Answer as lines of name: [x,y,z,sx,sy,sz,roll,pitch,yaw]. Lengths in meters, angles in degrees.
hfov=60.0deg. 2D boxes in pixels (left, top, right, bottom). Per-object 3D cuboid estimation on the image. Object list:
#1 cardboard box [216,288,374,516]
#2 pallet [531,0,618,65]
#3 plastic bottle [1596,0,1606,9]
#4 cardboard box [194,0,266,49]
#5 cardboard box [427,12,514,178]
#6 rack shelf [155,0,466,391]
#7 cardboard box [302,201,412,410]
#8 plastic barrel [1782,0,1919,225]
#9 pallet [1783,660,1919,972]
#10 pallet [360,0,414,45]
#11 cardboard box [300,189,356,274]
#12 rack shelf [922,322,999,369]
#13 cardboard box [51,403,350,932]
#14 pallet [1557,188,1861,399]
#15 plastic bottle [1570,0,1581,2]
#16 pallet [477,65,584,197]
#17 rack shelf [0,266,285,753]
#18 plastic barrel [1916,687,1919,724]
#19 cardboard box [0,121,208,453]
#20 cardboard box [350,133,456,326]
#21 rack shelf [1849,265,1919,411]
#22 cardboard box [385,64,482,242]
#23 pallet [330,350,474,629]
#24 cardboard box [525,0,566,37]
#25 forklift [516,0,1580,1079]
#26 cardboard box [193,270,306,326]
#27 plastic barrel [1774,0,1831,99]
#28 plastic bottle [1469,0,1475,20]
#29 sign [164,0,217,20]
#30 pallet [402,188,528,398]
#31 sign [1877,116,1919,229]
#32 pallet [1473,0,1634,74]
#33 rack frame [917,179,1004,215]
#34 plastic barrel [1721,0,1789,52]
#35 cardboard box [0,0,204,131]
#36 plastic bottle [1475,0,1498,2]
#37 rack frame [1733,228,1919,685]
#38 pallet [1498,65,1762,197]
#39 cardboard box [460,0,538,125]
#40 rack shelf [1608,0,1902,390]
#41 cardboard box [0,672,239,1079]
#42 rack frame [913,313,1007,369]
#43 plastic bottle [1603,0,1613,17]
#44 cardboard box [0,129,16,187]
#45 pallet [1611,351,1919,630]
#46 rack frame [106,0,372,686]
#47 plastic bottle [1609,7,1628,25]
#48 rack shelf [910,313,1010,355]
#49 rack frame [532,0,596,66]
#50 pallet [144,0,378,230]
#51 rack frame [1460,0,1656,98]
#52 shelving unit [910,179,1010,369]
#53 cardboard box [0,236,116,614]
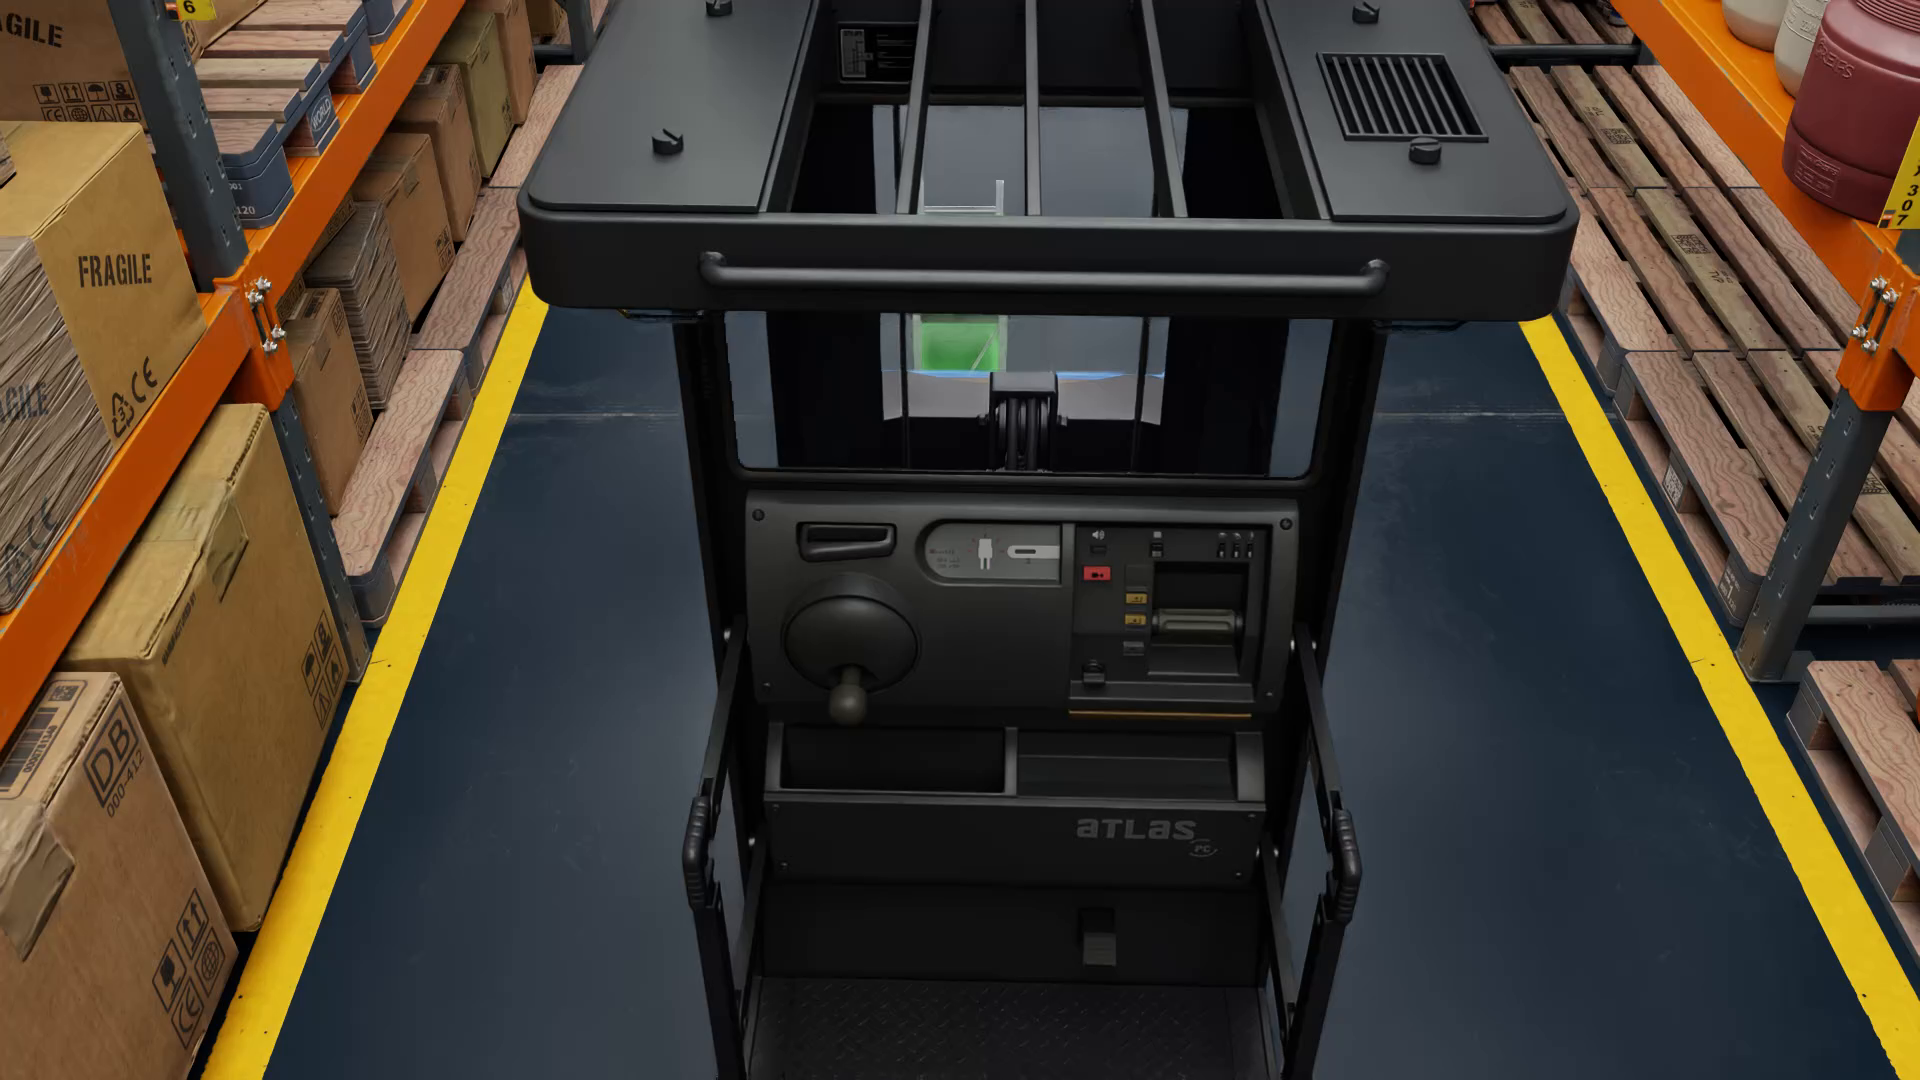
cardboard box: [-2.228,-0.409,5.009,0.700,0.500,0.500,-2,39,-2]
pallet: [-2.248,-2.627,8.359,1.003,0.211,1.213,0,39,0]
plastic bottle: [3.179,-2.705,8.113,0.097,0.201,0.097,0,39,0]
cardboard box: [-2.348,-1.683,4.536,0.700,0.500,0.500,5,39,7]
cardboard box: [-2.251,-1.809,6.756,0.700,0.500,0.500,0,39,0]
rack shelf: [-2.209,-1.764,5.627,1.077,0.370,4.000,0,39,0]
cardboard box: [-2.241,-0.756,5.441,0.700,0.500,0.500,-3,39,-4]
plastic barrel: [2.443,-1.140,4.165,0.600,0.536,0.708,0,39,0]
pallet: [2.789,0.784,4.103,1.003,0.211,1.213,0,39,0]
pallet: [-2.250,-1.957,5.446,1.003,0.211,1.213,0,39,0]
cardboard box: [-2.248,-1.033,5.188,0.500,0.250,0.500,4,39,5]
rack shelf: [0.000,-0.502,4.635,0.258,0.148,0.480,0,39,0]
cardboard box: [-2.227,0.303,3.836,1.225,0.875,0.875,-2,39,-2]
pallet: [2.786,-0.955,6.272,1.003,0.211,1.213,0,39,0]
plastic bottle: [3.045,-2.812,8.180,0.061,0.283,0.133,0,39,0]
pallet: [-2.209,-1.720,7.228,1.003,0.211,1.213,0,39,0]
rack shelf: [-2.205,0.738,2.506,1.077,0.370,4.000,0,39,0]
plastic barrel: [2.764,0.192,4.012,0.600,0.830,0.708,0,39,0]
cardboard box: [-1.958,-0.524,3.426,0.500,0.500,0.500,1,39,1]
cardboard box: [-2.249,-1.110,5.884,0.700,0.500,0.500,3,39,4]
rack shelf: [2.748,0.734,2.510,1.077,0.370,4.000,0,39,0]
cardboard box: [-2.249,-1.459,6.319,0.700,0.500,0.500,-3,39,-4]
pallet: [-2.206,-0.194,5.324,1.003,0.211,1.213,0,39,0]
cardboard box: [-2.172,-2.734,7.926,0.500,0.500,0.500,-1,39,-1]
forklift: [0.098,0.196,2.662,1.130,2.935,3.031,1,39,1]
cardboard box: [-2.238,-0.702,4.774,0.500,0.250,0.500,1,39,2]
plastic barrel: [2.531,-1.484,4.614,0.421,0.512,0.421,0,39,0]
plastic bottle: [2.429,-2.605,7.988,0.097,0.201,0.097,0,39,0]
sign: [-1.652,-1.248,3.483,0.100,0.325,0.005,0,39,0]
pallet: [-2.205,-0.955,6.273,1.003,0.211,1.213,0,39,0]
sign: [2.196,-0.856,3.789,0.100,0.325,0.005,0,39,0]
pallet: [2.782,-2.631,8.364,1.003,0.211,1.213,0,39,0]
rack frame: [0.000,-0.517,4.936,0.240,1.200,0.015,0,39,0]
plastic barrel: [2.531,-1.747,4.942,0.421,0.512,0.421,0,39,0]
cardboard box: [-2.247,-1.334,4.100,0.500,0.500,0.500,-5,39,-6]
plastic bottle: [2.597,-2.839,8.161,0.144,0.351,0.185,0,39,0]
rack frame: [2.746,-0.797,3.846,1.000,3.000,0.127,0,39,0]
pallet: [2.781,-1.719,7.227,1.003,0.211,1.213,0,39,0]
cardboard box: [-2.232,-2.107,7.128,0.700,0.500,0.500,-3,39,-4]
rack shelf: [2.744,-1.767,5.632,1.077,0.370,4.000,0,39,0]
cardboard box: [-2.234,0.861,3.141,1.225,0.875,0.875,0,39,0]
rack frame: [0.000,-0.212,4.555,0.240,1.200,0.015,0,39,0]
plastic bottle: [3.179,-2.641,8.033,0.097,0.201,0.097,0,39,0]
cardboard box: [-2.222,-0.767,2.926,0.797,0.503,0.637,1,39,1]
pallet: [2.784,-0.194,5.323,1.003,0.211,1.213,0,39,0]
rack frame: [-2.207,-0.794,3.842,1.000,3.000,0.127,0,39,0]
plastic bottle: [3.180,-2.605,7.932,0.097,0.271,0.097,0,39,0]
rack shelf: [0.000,-0.689,4.485,0.258,0.148,0.480,0,39,0]
rack frame: [-2.211,-3.295,6.963,1.000,3.000,0.127,0,39,0]
pallet: [-2.314,-1.164,4.458,1.213,0.211,1.003,0,39,0]
rack frame: [2.742,-3.299,6.968,1.000,3.000,0.127,0,39,0]
shelving unit: [0.000,-0.365,4.746,0.258,1.200,0.503,0,39,0]
cardboard box: [-1.964,-0.212,3.037,0.500,0.500,0.500,0,39,0]
